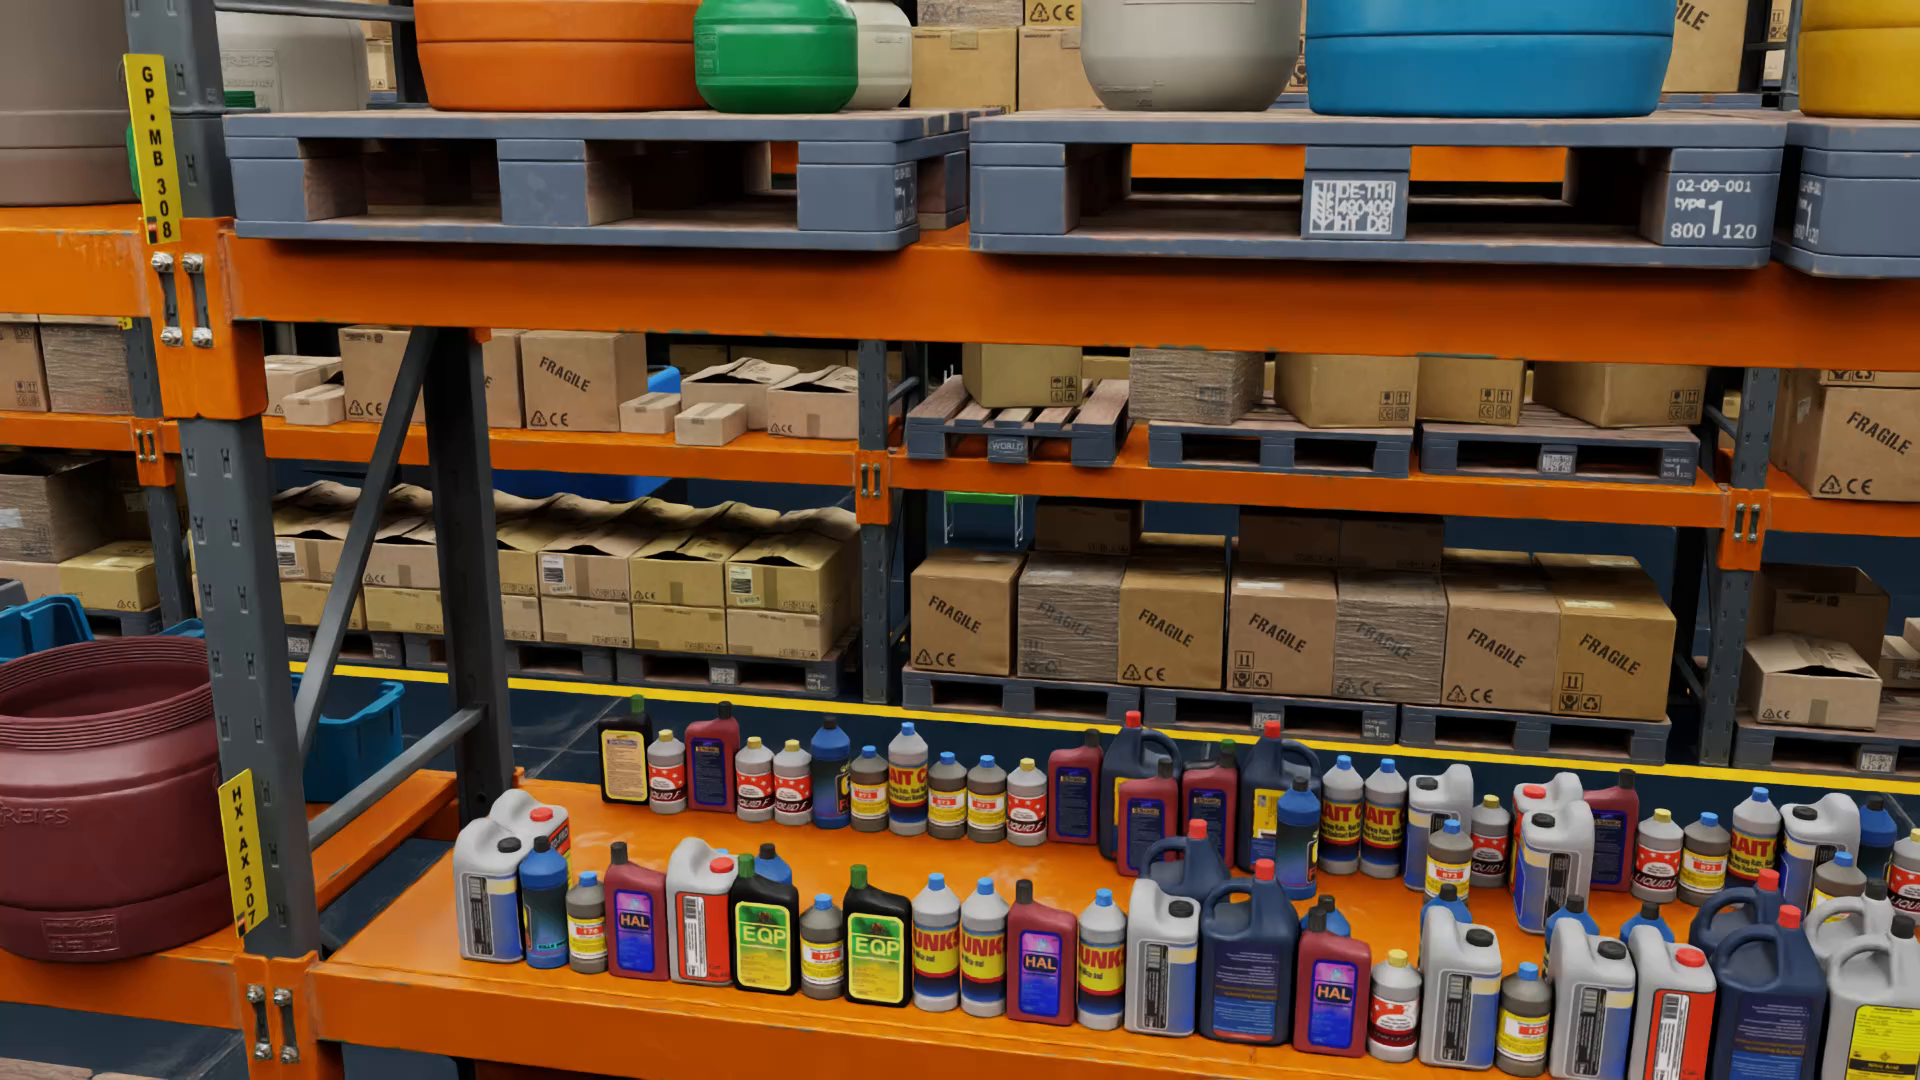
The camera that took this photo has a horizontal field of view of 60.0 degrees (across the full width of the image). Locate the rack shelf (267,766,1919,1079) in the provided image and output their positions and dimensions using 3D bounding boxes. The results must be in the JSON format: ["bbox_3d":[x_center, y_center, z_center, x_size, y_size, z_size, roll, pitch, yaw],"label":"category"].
[{"bbox_3d":[0.636,1.012,3.568,4.000,0.370,1.077,3,16,11],"label":"rack shelf"}]

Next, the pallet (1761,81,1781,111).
[{"bbox_3d":[5.370,-3.177,11.888,1.213,0.211,1.003,3,16,11],"label":"pallet"}]

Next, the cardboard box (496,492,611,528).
[{"bbox_3d":[-2.308,-0.070,9.438,0.500,0.311,0.500,3,16,10],"label":"cardboard box"}]

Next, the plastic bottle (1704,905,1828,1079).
[{"bbox_3d":[1.449,0.822,2.997,0.185,0.351,0.144,3,16,11],"label":"plastic bottle"}]

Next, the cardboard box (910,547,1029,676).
[{"bbox_3d":[0.056,0.355,8.450,0.500,0.500,0.500,4,16,13],"label":"cardboard box"}]

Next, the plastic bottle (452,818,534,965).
[{"bbox_3d":[-0.964,0.726,3.484,0.135,0.276,0.152,3,16,11],"label":"plastic bottle"}]

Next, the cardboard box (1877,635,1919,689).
[{"bbox_3d":[4.581,0.598,8.230,0.250,0.149,0.380,3,16,11],"label":"cardboard box"}]

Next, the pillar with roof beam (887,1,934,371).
[{"bbox_3d":[-1.309,-4.093,9.412,0.400,9.000,9.100,3,16,11],"label":"pillar with roof beam"}]

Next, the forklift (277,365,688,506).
[{"bbox_3d":[-3.572,-1.585,11.724,3.031,2.935,1.130,3,16,10],"label":"forklift"}]

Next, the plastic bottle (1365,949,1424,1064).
[{"bbox_3d":[0.815,0.866,3.118,0.097,0.201,0.097,0,15,0],"label":"plastic bottle"}]

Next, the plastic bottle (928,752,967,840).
[{"bbox_3d":[-0.030,0.614,4.030,0.097,0.201,0.097,0,15,0],"label":"plastic bottle"}]

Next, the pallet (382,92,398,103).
[{"bbox_3d":[-2.113,-2.163,8.415,1.213,0.211,1.003,4,16,14],"label":"pallet"}]

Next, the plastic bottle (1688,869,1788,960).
[{"bbox_3d":[1.477,0.785,3.133,0.185,0.351,0.144,3,16,11],"label":"plastic bottle"}]

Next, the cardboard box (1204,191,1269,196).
[{"bbox_3d":[2.155,-2.582,13.009,0.500,0.250,0.500,3,16,10],"label":"cardboard box"}]

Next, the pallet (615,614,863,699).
[{"bbox_3d":[-1.132,0.553,9.100,1.213,0.211,1.003,3,16,11],"label":"pallet"}]

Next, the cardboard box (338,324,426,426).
[{"bbox_3d":[-2.987,-0.925,9.024,0.500,0.500,0.500,4,16,15],"label":"cardboard box"}]

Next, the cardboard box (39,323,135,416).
[{"bbox_3d":[-4.689,-1.020,9.367,0.500,0.500,0.700,3,16,10],"label":"cardboard box"}]

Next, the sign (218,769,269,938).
[{"bbox_3d":[-1.427,0.624,3.313,0.005,0.325,0.100,3,16,11],"label":"sign"}]

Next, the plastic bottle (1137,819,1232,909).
[{"bbox_3d":[0.449,0.727,3.343,0.185,0.351,0.144,3,16,11],"label":"plastic bottle"}]

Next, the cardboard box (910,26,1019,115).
[{"bbox_3d":[0.101,-2.216,8.067,0.500,0.500,0.910,3,16,11],"label":"cardboard box"}]

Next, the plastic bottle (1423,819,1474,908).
[{"bbox_3d":[1.077,0.715,3.664,0.097,0.201,0.097,0,15,0],"label":"plastic bottle"}]

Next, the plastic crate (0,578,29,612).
[{"bbox_3d":[-2.847,0.362,4.446,0.583,0.464,0.402,3,16,11],"label":"plastic crate"}]

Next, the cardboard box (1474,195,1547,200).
[{"bbox_3d":[4.171,-2.475,12.622,0.500,0.250,0.500,4,16,13],"label":"cardboard box"}]

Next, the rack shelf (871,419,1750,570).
[{"bbox_3d":[1.627,-0.284,8.245,4.000,0.370,1.077,3,16,11],"label":"rack shelf"}]

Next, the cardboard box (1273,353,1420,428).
[{"bbox_3d":[1.843,-0.852,7.976,0.500,0.500,0.700,-1,16,-3],"label":"cardboard box"}]

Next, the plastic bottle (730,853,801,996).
[{"bbox_3d":[-0.389,0.766,3.325,0.133,0.283,0.061,3,16,11],"label":"plastic bottle"}]

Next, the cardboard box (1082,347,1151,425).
[{"bbox_3d":[1.345,-1.126,13.177,0.750,0.750,0.750,3,16,10],"label":"cardboard box"}]

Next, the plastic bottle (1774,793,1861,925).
[{"bbox_3d":[1.860,0.688,3.623,0.135,0.276,0.152,3,16,11],"label":"plastic bottle"}]

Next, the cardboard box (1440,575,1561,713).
[{"bbox_3d":[2.563,0.489,7.967,0.500,0.500,0.500,3,16,11],"label":"cardboard box"}]

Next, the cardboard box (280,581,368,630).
[{"bbox_3d":[-3.406,0.287,9.201,0.500,0.250,0.500,4,16,12],"label":"cardboard box"}]

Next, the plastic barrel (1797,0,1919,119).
[{"bbox_3d":[1.661,-0.963,2.589,0.600,0.588,0.600,0,15,0],"label":"plastic barrel"}]

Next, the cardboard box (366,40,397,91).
[{"bbox_3d":[-3.112,-2.461,8.634,0.500,0.250,0.500,2,16,6],"label":"cardboard box"}]

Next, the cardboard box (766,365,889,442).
[{"bbox_3d":[-0.681,-0.725,8.656,0.500,0.311,0.500,4,16,15],"label":"cardboard box"}]

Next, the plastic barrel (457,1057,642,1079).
[{"bbox_3d":[-0.841,1.424,4.011,0.708,0.830,0.600,3,16,11],"label":"plastic barrel"}]

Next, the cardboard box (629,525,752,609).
[{"bbox_3d":[-1.406,0.126,8.731,0.500,0.311,0.500,3,16,10],"label":"cardboard box"}]

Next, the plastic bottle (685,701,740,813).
[{"bbox_3d":[-0.616,0.537,4.152,0.133,0.283,0.061,3,16,11],"label":"plastic bottle"}]

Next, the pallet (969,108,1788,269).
[{"bbox_3d":[0.696,-0.659,2.986,1.213,0.211,1.003,3,16,11],"label":"pallet"}]

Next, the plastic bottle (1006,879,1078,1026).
[{"bbox_3d":[0.159,0.796,3.218,0.133,0.283,0.061,3,16,11],"label":"plastic bottle"}]

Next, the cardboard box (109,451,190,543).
[{"bbox_3d":[-4.645,-0.295,9.897,0.500,0.500,0.500,3,16,11],"label":"cardboard box"}]

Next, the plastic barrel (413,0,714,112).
[{"bbox_3d":[-0.768,-1.265,3.230,0.708,0.830,0.600,3,16,11],"label":"plastic barrel"}]

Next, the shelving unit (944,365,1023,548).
[{"bbox_3d":[0.162,-0.569,11.300,0.503,1.200,0.258,3,16,11],"label":"shelving unit"}]

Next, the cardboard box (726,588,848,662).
[{"bbox_3d":[-0.897,0.422,8.714,0.500,0.250,0.500,3,16,12],"label":"cardboard box"}]

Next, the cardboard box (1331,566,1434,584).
[{"bbox_3d":[2.148,0.325,8.558,0.500,0.500,0.500,3,16,12],"label":"cardboard box"}]

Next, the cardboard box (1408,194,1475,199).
[{"bbox_3d":[3.657,-2.501,12.716,0.500,0.250,0.500,3,16,12],"label":"cardboard box"}]

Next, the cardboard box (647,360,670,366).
[{"bbox_3d":[-2.545,-1.218,14.129,0.500,0.500,0.700,4,16,13],"label":"cardboard box"}]

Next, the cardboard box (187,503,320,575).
[{"bbox_3d":[-3.898,-0.010,9.222,0.500,0.311,0.500,3,16,11],"label":"cardboard box"}]

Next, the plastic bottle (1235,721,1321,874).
[{"bbox_3d":[0.737,0.590,3.837,0.185,0.351,0.144,3,16,11],"label":"plastic bottle"}]

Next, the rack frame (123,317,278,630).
[{"bbox_3d":[-4.253,-0.950,9.301,0.127,3.000,1.000,3,16,11],"label":"rack frame"}]

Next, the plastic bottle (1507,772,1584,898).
[{"bbox_3d":[1.311,0.658,3.731,0.135,0.276,0.152,3,16,11],"label":"plastic bottle"}]
